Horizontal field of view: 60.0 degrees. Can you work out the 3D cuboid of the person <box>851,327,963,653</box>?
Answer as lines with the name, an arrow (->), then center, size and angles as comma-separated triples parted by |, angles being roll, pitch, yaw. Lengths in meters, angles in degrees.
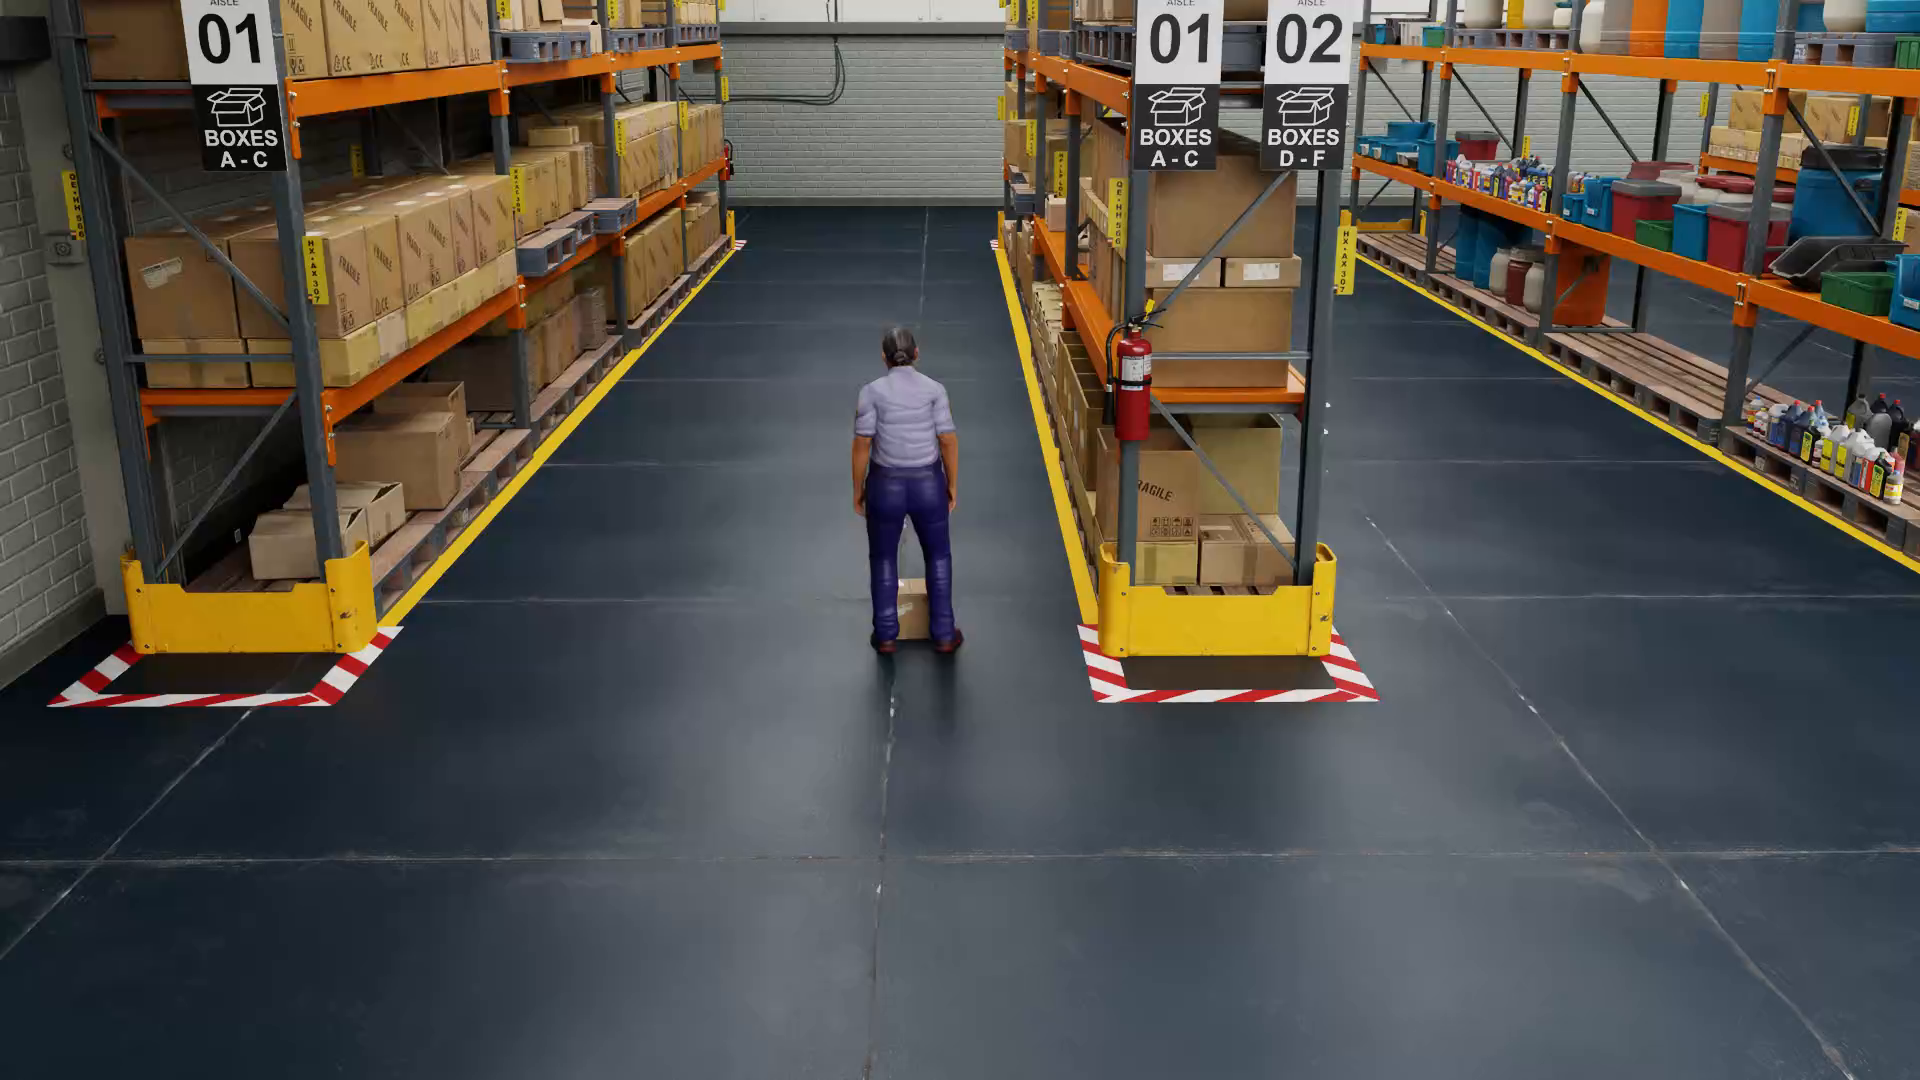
person -> -0.258, -0.237, 8.322 | 0.564, 1.651, 0.375 | -1, 17, -4
